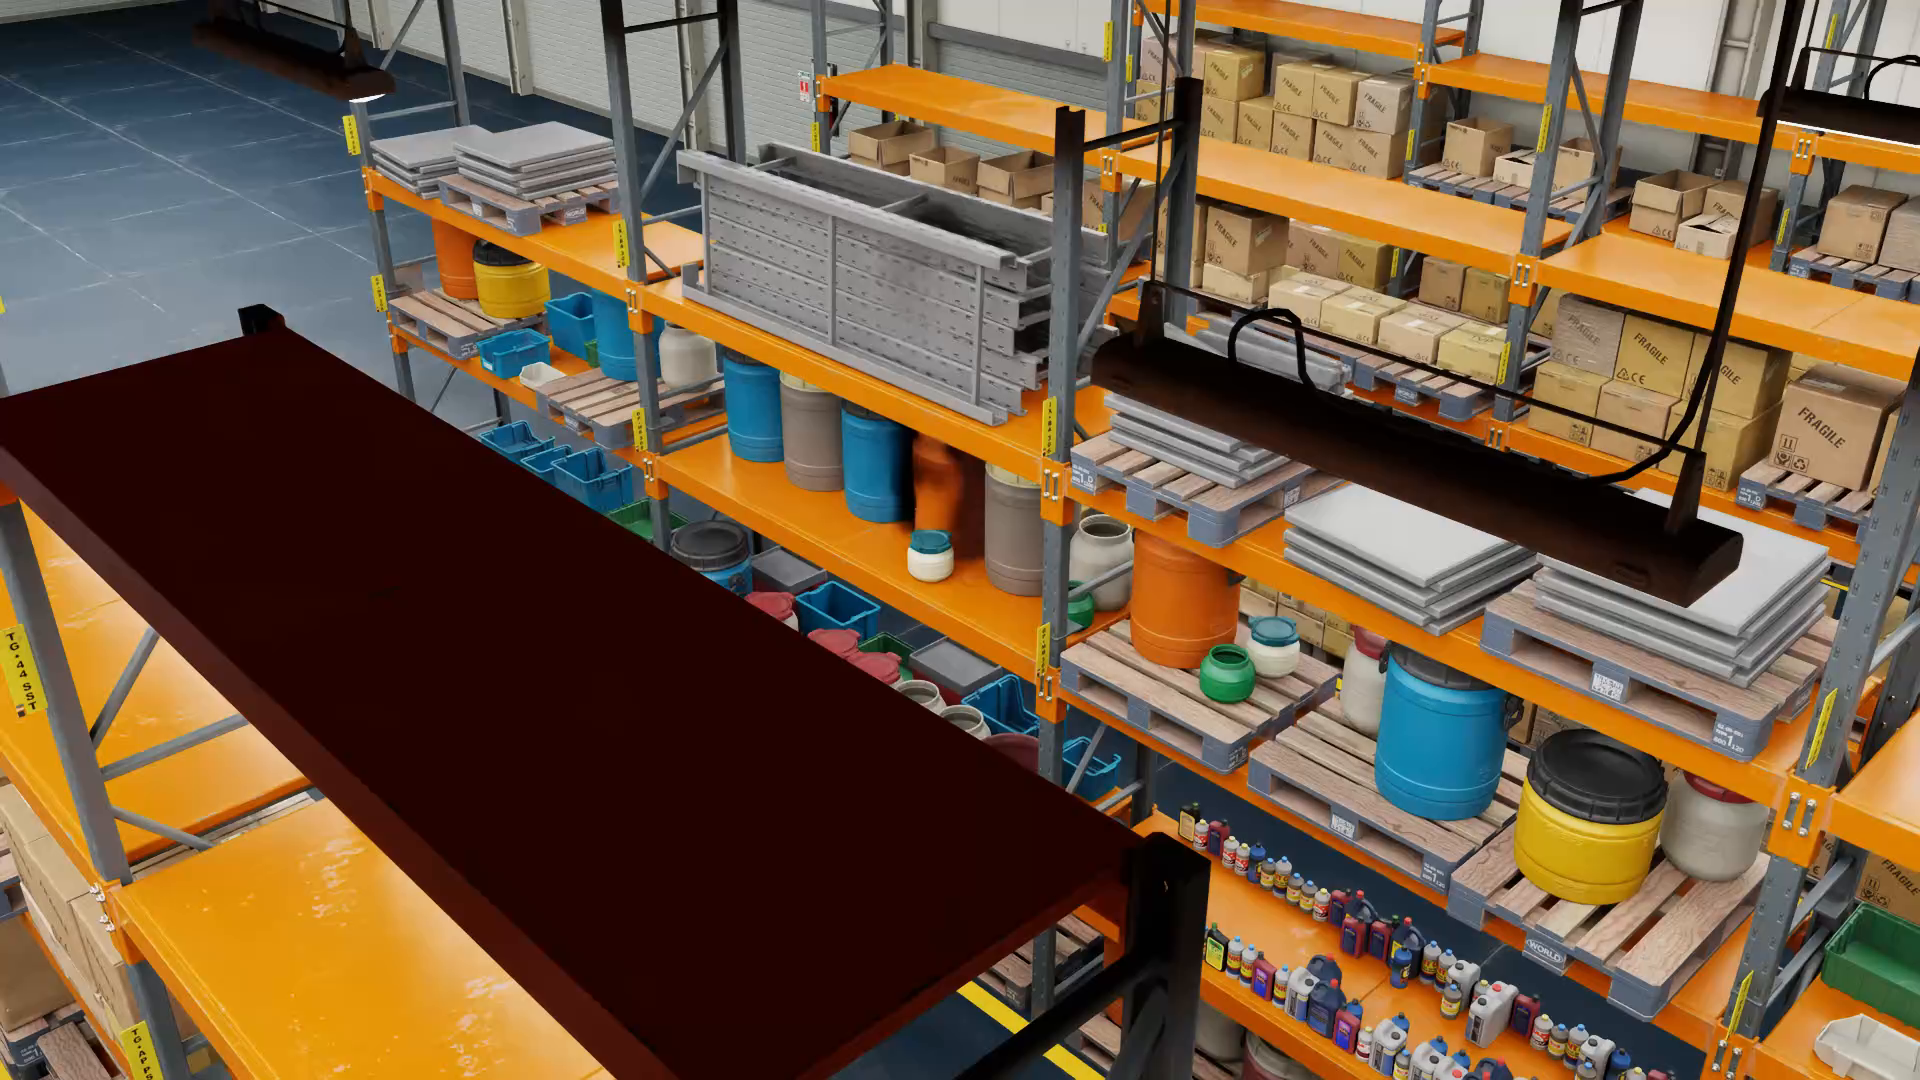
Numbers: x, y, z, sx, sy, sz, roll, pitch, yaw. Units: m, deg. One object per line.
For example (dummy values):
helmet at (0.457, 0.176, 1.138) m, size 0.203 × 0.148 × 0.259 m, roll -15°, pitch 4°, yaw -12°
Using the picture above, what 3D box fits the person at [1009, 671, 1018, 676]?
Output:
person at (0.801, 0.618, 14.093) m, size 0.662 × 1.621 × 0.950 m, roll -24°, pitch 37°, yaw -37°
